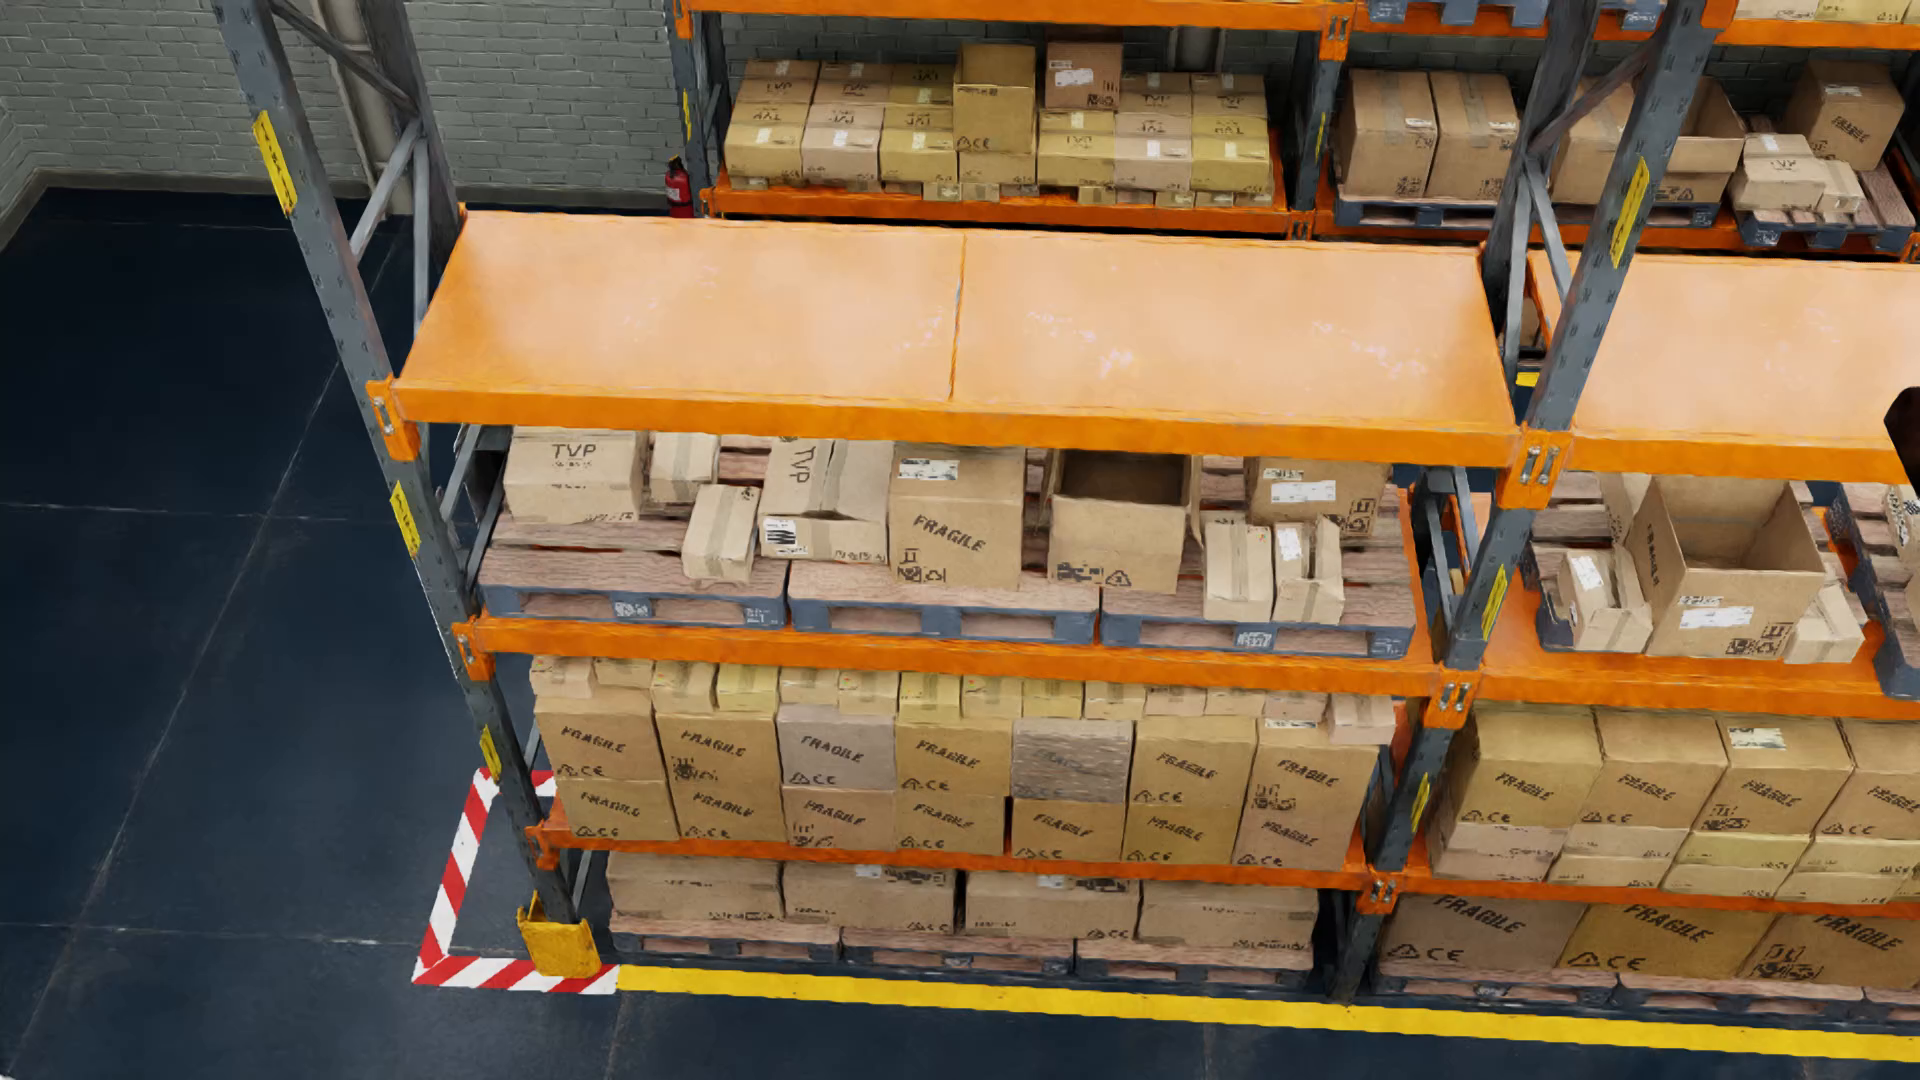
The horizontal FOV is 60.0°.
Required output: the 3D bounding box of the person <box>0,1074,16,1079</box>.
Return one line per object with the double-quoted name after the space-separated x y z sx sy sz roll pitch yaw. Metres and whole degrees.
-4.974 2.164 7.726 0.509 1.615 0.531 -25 52 -21 "person"
